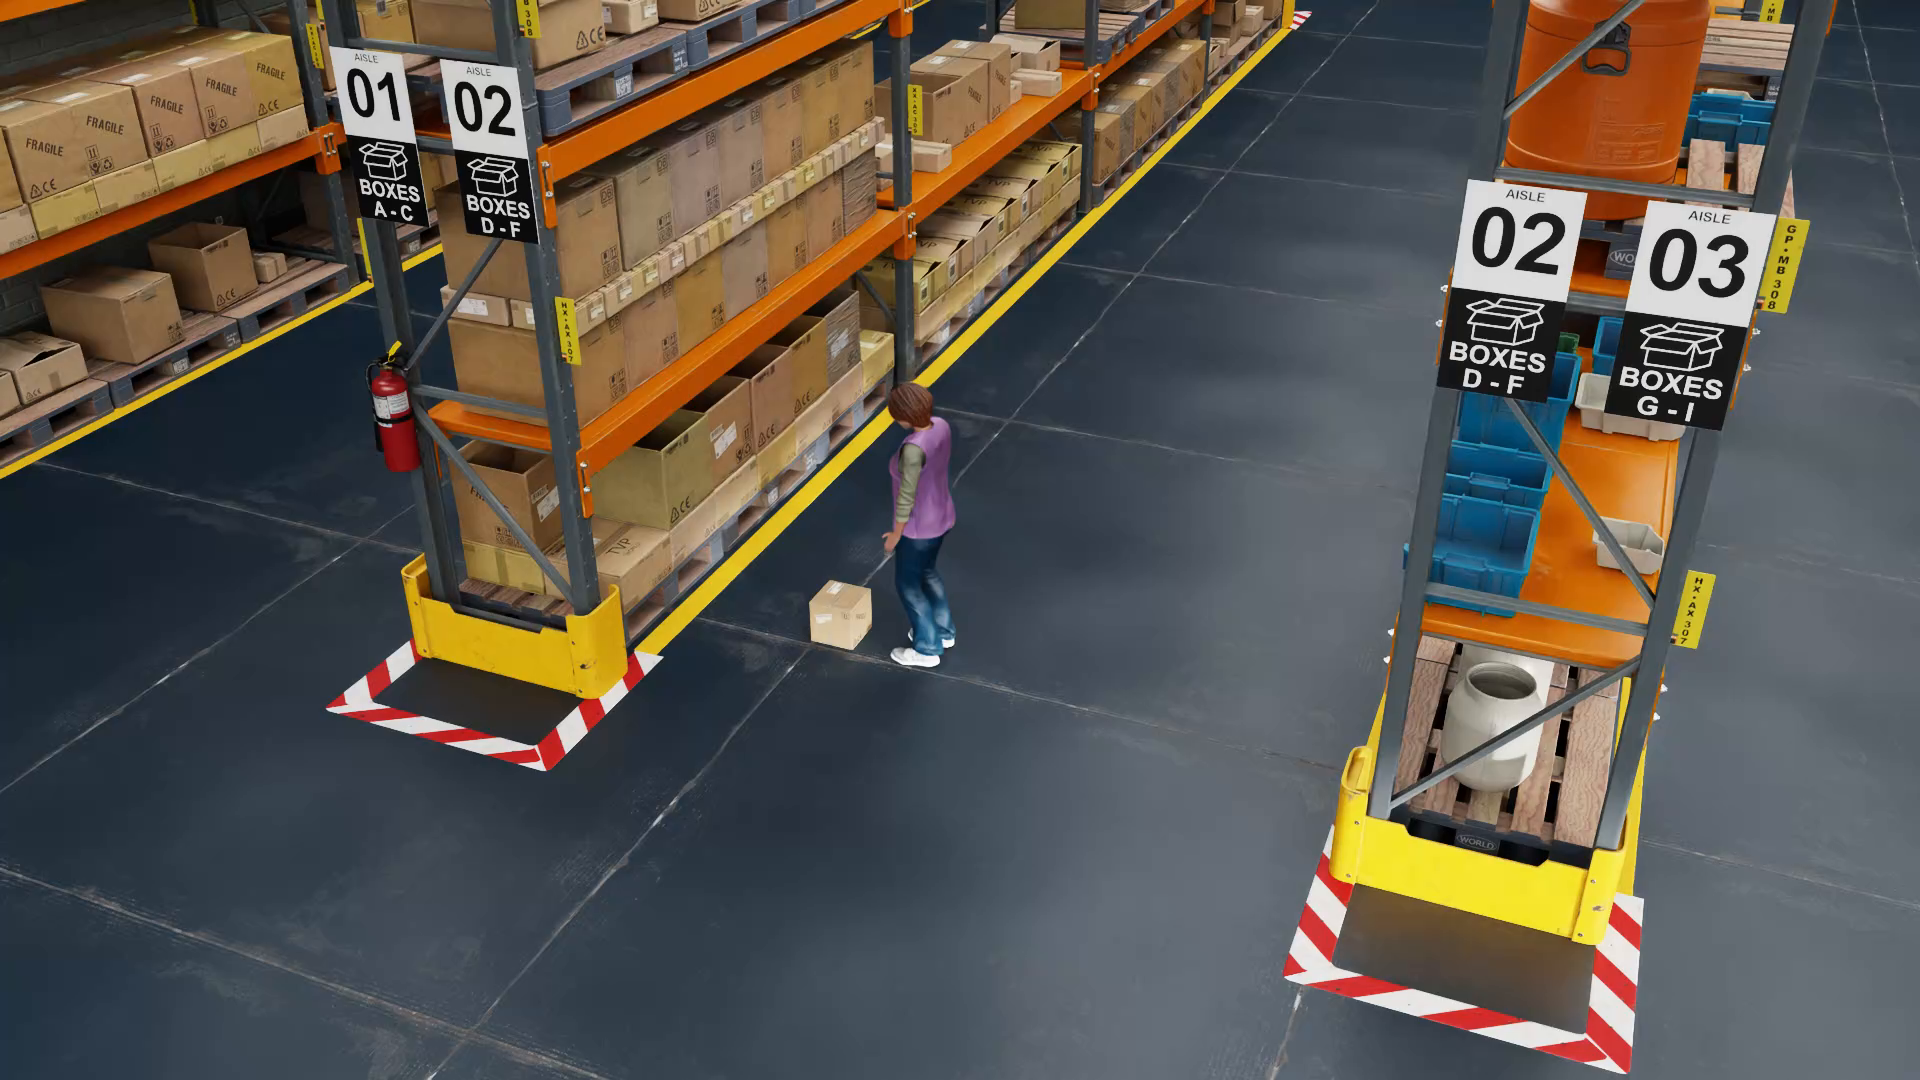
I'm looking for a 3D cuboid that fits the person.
[{"bbox_3d":[-0.201,-0.059,8.532,0.316,1.570,0.412,12,32,20],"label":"person"}]
